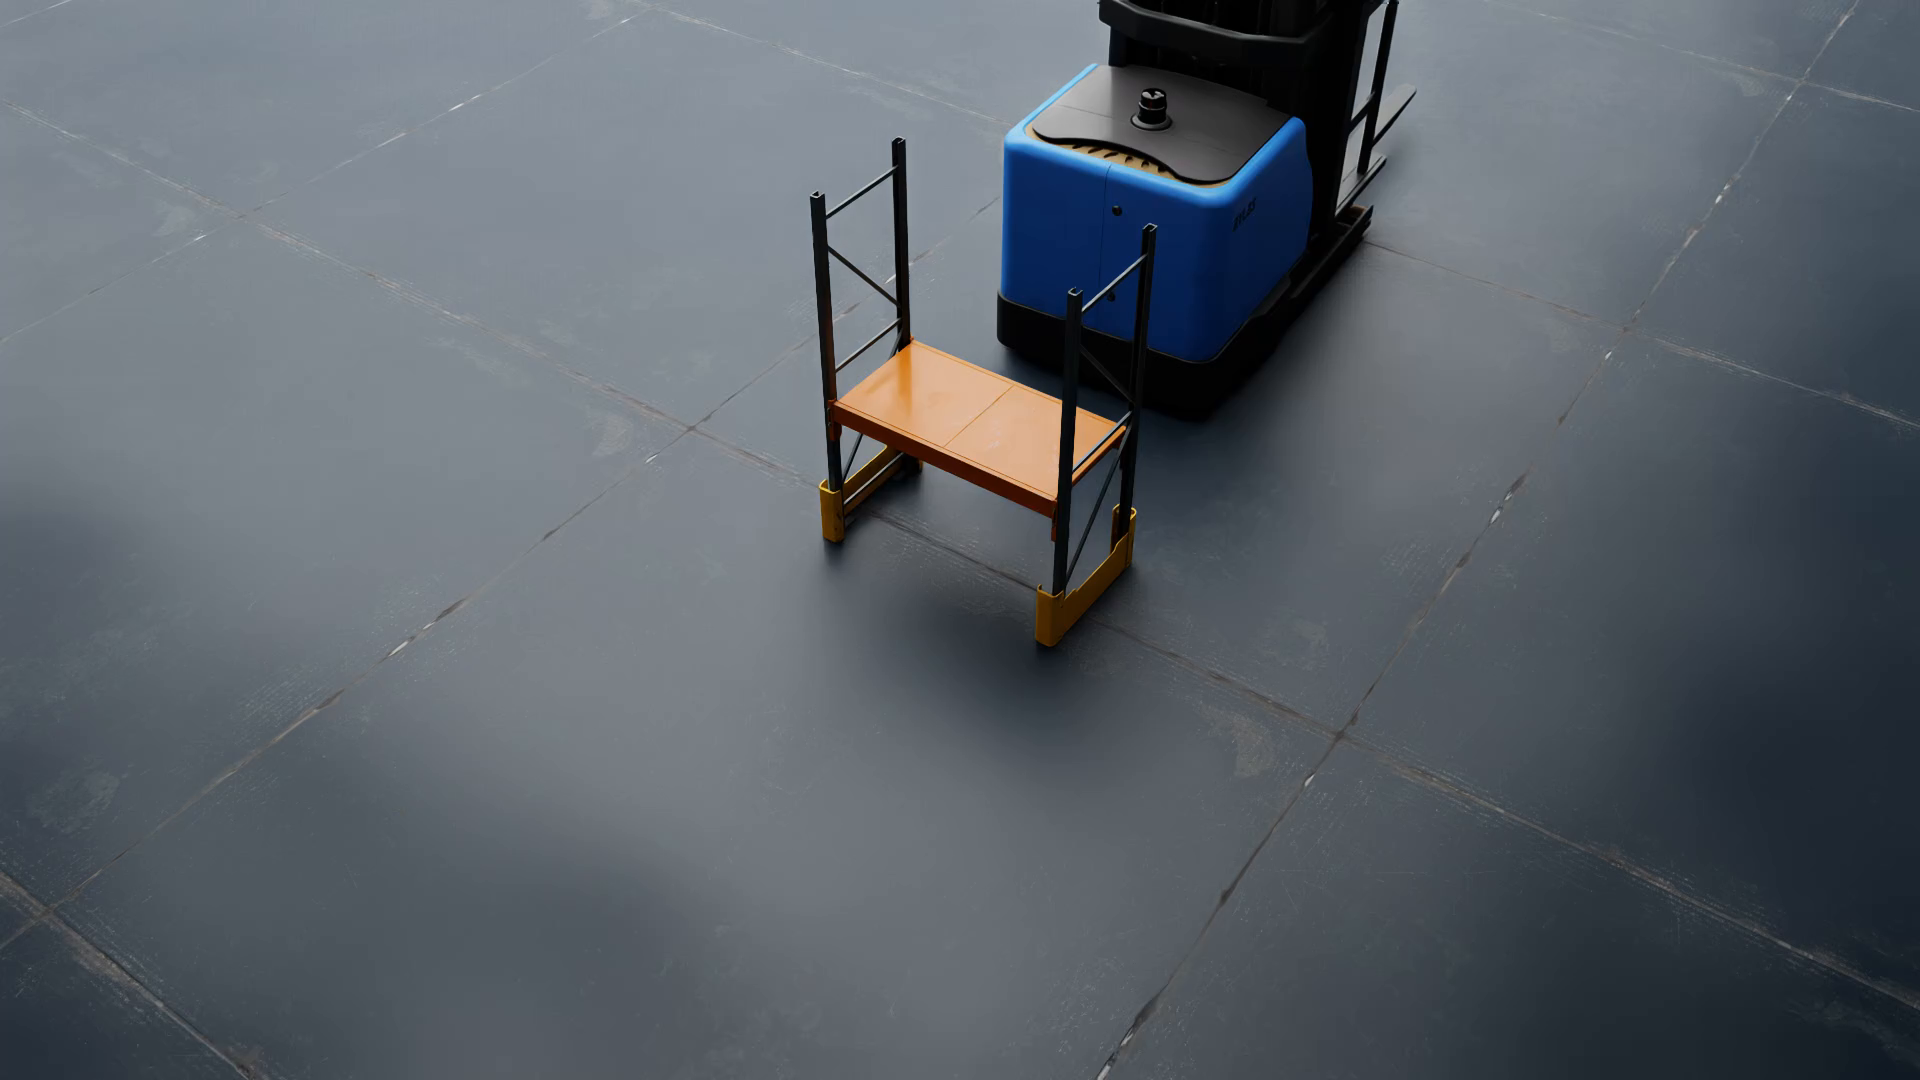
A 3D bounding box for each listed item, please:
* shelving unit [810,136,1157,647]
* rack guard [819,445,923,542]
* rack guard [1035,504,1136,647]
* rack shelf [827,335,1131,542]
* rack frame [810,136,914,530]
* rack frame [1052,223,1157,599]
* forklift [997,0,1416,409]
[{"bbox_3d":[0.062,-0.530,5.980,1.083,1.500,0.587,25,48,25],"label":"shelving unit"},{"bbox_3d":[-0.345,-0.255,6.610,0.087,0.250,0.587,25,48,25],"label":"rack guard"},{"bbox_3d":[0.470,0.127,6.184,0.087,0.250,0.587,25,48,25],"label":"rack guard"},{"bbox_3d":[0.070,-0.392,6.096,1.000,0.185,0.538,25,48,25],"label":"rack shelf"},{"bbox_3d":[-0.346,-0.721,6.194,0.032,1.500,0.500,25,48,25],"label":"rack frame"},{"bbox_3d":[0.486,-0.332,5.759,0.032,1.500,0.500,25,48,25],"label":"rack frame"},{"bbox_3d":[1.362,-2.606,7.227,1.130,2.935,3.031,22,46,23],"label":"forklift"}]
